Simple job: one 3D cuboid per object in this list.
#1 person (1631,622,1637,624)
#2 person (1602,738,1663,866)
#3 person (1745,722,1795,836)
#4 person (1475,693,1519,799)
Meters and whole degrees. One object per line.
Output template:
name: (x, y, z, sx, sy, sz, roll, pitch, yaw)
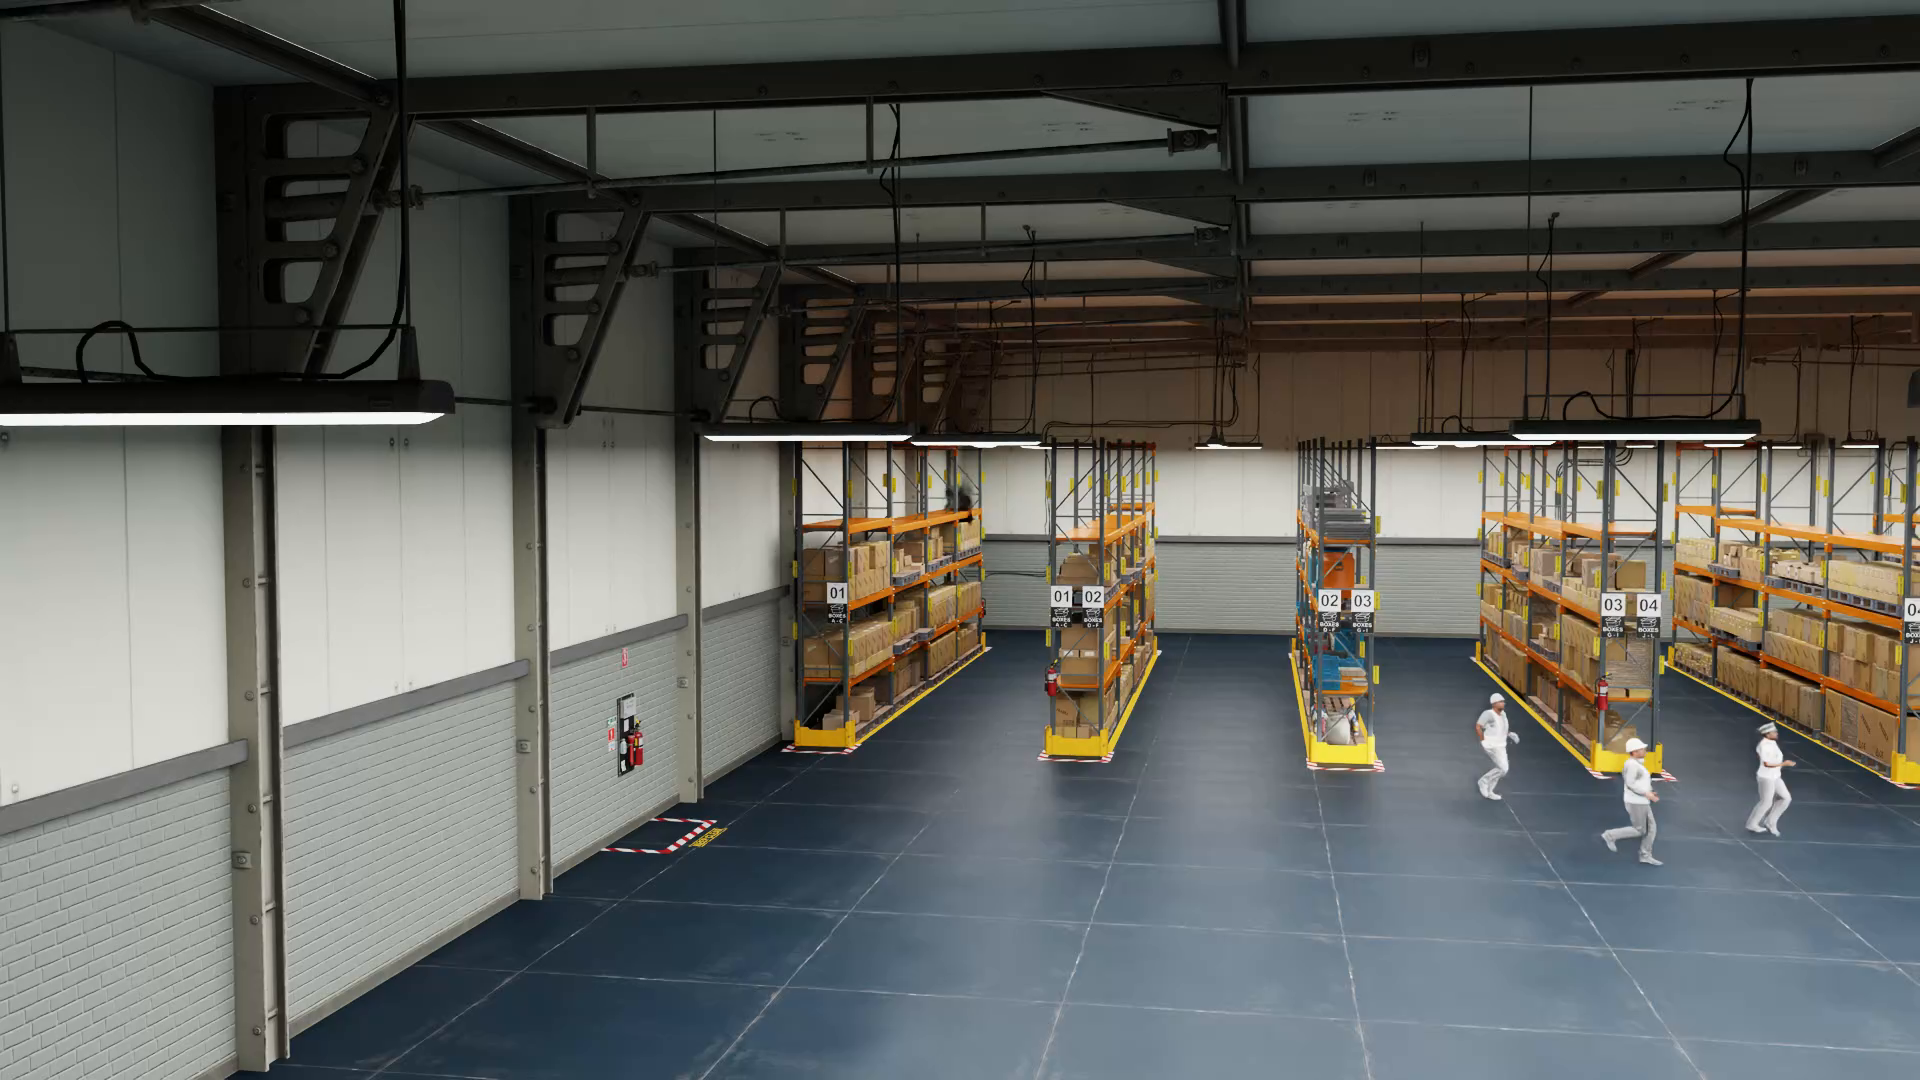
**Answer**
person: (18.217, 2.519, 45.550, 0.548, 1.572, 0.638, -1, 3, -15)
person: (9.376, 3.635, 23.156, 0.792, 1.758, 0.661, 1, 3, 26)
person: (12.105, 3.570, 24.804, 0.667, 1.728, 0.558, 2, 4, 38)
person: (8.857, 3.396, 27.366, 0.581, 1.744, 0.690, 3, 4, 41)
